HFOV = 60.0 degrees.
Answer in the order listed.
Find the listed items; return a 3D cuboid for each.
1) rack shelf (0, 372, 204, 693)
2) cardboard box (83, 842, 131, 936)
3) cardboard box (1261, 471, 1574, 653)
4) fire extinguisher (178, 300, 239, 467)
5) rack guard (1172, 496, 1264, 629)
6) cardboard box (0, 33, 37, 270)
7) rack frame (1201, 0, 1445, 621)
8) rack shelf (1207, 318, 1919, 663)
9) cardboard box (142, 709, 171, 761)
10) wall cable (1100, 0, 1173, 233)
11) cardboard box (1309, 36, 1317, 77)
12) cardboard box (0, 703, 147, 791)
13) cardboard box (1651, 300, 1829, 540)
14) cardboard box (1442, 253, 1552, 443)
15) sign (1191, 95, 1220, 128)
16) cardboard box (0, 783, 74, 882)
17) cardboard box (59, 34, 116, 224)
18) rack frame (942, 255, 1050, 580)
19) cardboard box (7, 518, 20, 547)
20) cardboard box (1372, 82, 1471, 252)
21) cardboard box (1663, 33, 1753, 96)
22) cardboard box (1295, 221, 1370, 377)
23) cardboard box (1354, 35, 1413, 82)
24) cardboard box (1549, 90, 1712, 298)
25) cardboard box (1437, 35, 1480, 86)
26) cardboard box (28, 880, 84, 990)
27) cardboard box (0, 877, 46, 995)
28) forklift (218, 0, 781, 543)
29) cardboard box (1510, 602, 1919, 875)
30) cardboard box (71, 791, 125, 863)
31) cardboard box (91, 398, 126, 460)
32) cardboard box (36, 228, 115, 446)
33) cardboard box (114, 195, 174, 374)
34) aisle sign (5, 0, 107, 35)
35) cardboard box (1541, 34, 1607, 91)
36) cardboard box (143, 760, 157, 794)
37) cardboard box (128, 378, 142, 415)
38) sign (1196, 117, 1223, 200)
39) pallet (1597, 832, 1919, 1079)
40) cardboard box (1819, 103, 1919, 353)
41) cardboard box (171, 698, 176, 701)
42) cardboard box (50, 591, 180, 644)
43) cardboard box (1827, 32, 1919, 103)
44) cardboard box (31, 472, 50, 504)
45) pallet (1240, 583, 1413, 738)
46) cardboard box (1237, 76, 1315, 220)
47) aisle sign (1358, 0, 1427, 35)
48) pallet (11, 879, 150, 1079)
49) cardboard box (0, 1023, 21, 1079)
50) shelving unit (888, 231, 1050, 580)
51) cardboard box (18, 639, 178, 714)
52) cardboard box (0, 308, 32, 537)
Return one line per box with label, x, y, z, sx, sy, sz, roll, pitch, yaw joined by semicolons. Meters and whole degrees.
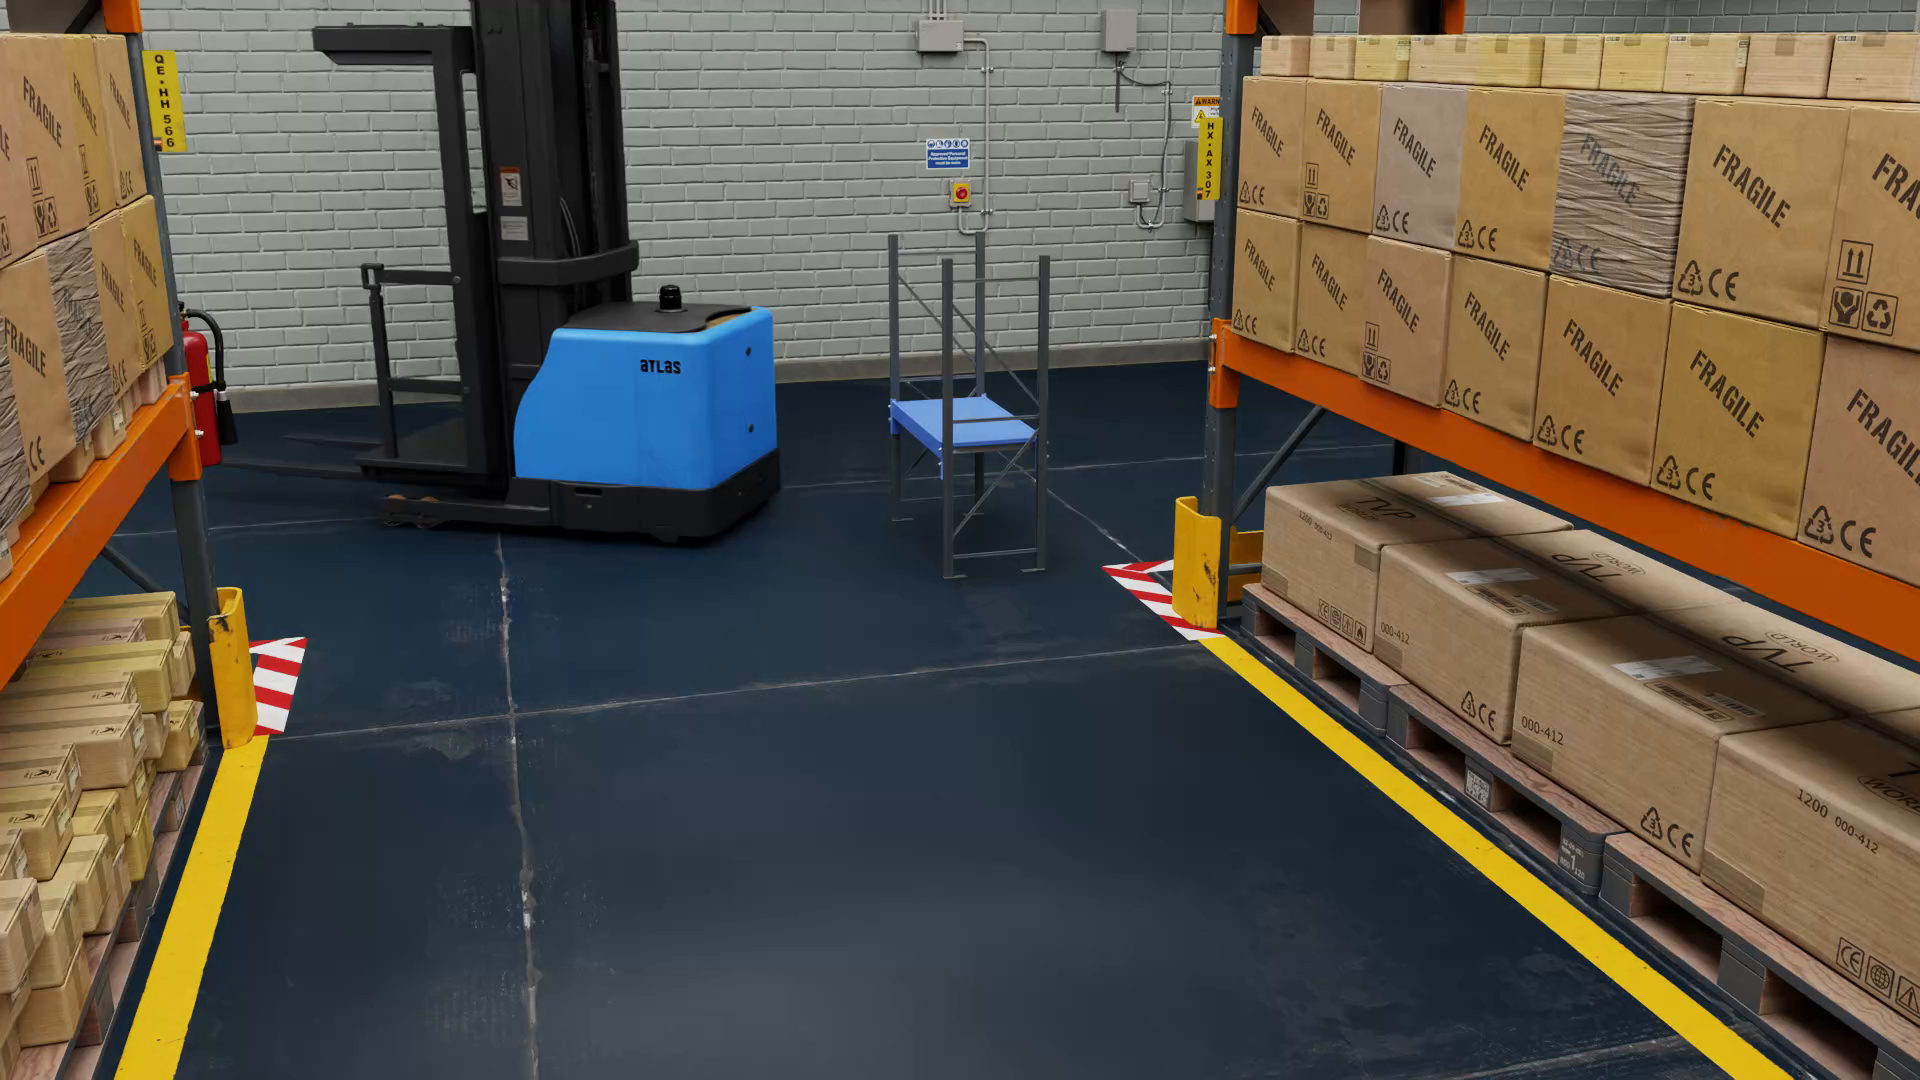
rack shelf;-2.635;0.183;3.881;1.077;0.370;4.000;-5;17;-15
cardboard box;-2.415;0.931;4.364;0.380;0.149;0.250;-4;17;-14
cardboard box;1.824;0.066;6.742;0.875;0.438;0.875;-5;18;-17
fire extinguisher;-2.810;-0.606;6.037;0.296;0.674;0.183;-5;17;-15
rack guard;1.540;0.056;7.397;1.175;0.500;0.348;-5;17;-15
cardboard box;-2.381;-0.848;3.633;0.500;0.500;0.500;-5;18;-17
rack frame;1.547;-1.135;7.015;1.000;3.000;0.127;-5;17;-15
rack shelf;2.096;-0.237;5.277;1.077;0.370;4.000;-5;17;-15
cardboard box;-2.621;0.574;5.037;0.380;0.149;0.250;-5;18;-18
wall cable;1.335;-3.294;12.439;0.588;1.984;0.122;-5;17;-15
cardboard box;1.519;-1.785;6.141;0.380;0.149;0.250;-4;17;-14
cardboard box;-2.451;0.573;4.523;0.380;0.149;0.250;-4;17;-13
cardboard box;2.126;-0.326;4.149;0.500;0.500;0.500;-5;17;-17
cardboard box;1.845;-0.610;5.095;0.500;0.500;0.500;-4;17;-13
sign;1.924;-3.267;12.677;0.339;0.242;0.001;-5;17;-15
cardboard box;-2.386;0.725;4.017;0.380;0.149;0.250;-5;17;-15
cardboard box;-2.681;-1.137;4.596;0.500;0.500;0.500;-5;18;-17
rack frame;0.163;-0.554;7.690;0.500;1.500;0.032;-5;17;-15
cardboard box;-2.376;-0.024;3.753;0.380;0.149;0.250;-4;17;-13
cardboard box;1.702;-1.222;5.394;0.500;0.500;0.500;-5;17;-16
cardboard box;2.038;-1.212;4.233;0.380;0.149;0.250;-5;17;-16
cardboard box;1.568;-0.889;6.025;0.500;0.500;0.500;-5;17;-16
cardboard box;1.569;-1.633;5.634;0.380;0.149;0.250;-5;18;-17
cardboard box;1.970;-0.945;4.471;0.500;0.500;0.500;-4;17;-15
cardboard box;1.720;-1.492;5.165;0.380;0.149;0.250;-5;17;-15
cardboard box;-2.268;0.932;3.843;0.380;0.149;0.250;-5;17;-16
cardboard box;-2.202;0.865;3.551;0.380;0.149;0.250;-4;17;-14
forklift;-2.557;-1.600;8.685;3.031;2.935;1.130;4;17;14
cardboard box;2.330;0.568;5.070;0.875;0.438;0.875;-5;17;-17
cardboard box;-2.414;0.788;4.323;0.380;0.149;0.250;-4;17;-12
cardboard box;-2.615;-0.318;4.735;0.380;0.149;0.250;-4;17;-14
cardboard box;-2.529;-0.519;4.276;0.500;0.500;0.500;-5;17;-15
cardboard box;-2.814;-0.802;5.216;0.500;0.500;0.500;-4;17;-14
aisle sign;-2.917;-2.004;5.391;0.394;0.787;0.004;-5;17;-15
cardboard box;1.883;-1.351;4.696;0.380;0.149;0.250;-5;17;-15
cardboard box;-2.682;0.721;5.063;0.380;0.149;0.250;-5;17;-16
cardboard box;-2.791;-0.455;5.191;0.380;0.149;0.250;-5;17;-15
sign;1.011;-1.545;6.739;0.100;0.325;0.005;-5;17;-15
pallet;2.512;1.091;4.454;1.003;0.211;1.213;-5;17;-15
cardboard box;2.251;-0.664;3.535;0.500;0.500;0.500;-5;17;-16
cardboard box;-2.840;0.578;5.539;0.380;0.149;0.250;-4;17;-14
cardboard box;-2.796;0.290;5.462;0.380;0.149;0.250;-4;17;-15
cardboard box;2.228;-1.077;3.783;0.380;0.149;0.250;-5;17;-15
cardboard box;-2.554;-0.164;4.220;0.380;0.149;0.250;-5;18;-18
pallet;1.842;0.416;6.700;1.003;0.211;1.213;-5;17;-15
cardboard box;1.405;-1.506;6.340;0.500;0.500;0.500;-5;17;-16
aisle sign;1.825;-2.424;6.789;0.394;0.787;0.004;-5;17;-15
pallet;-2.643;1.206;4.072;1.003;0.211;1.213;-5;17;-15
cardboard box;-2.294;1.153;3.625;0.380;0.149;0.250;-5;18;-18
shelving unit;0.023;-0.695;8.158;0.538;1.500;1.048;-5;17;-15
cardboard box;-2.589;0.426;5.011;0.380;0.149;0.250;-5;17;-16
cardboard box;-2.226;-0.235;3.328;0.500;0.500;0.500;-5;17;-16
